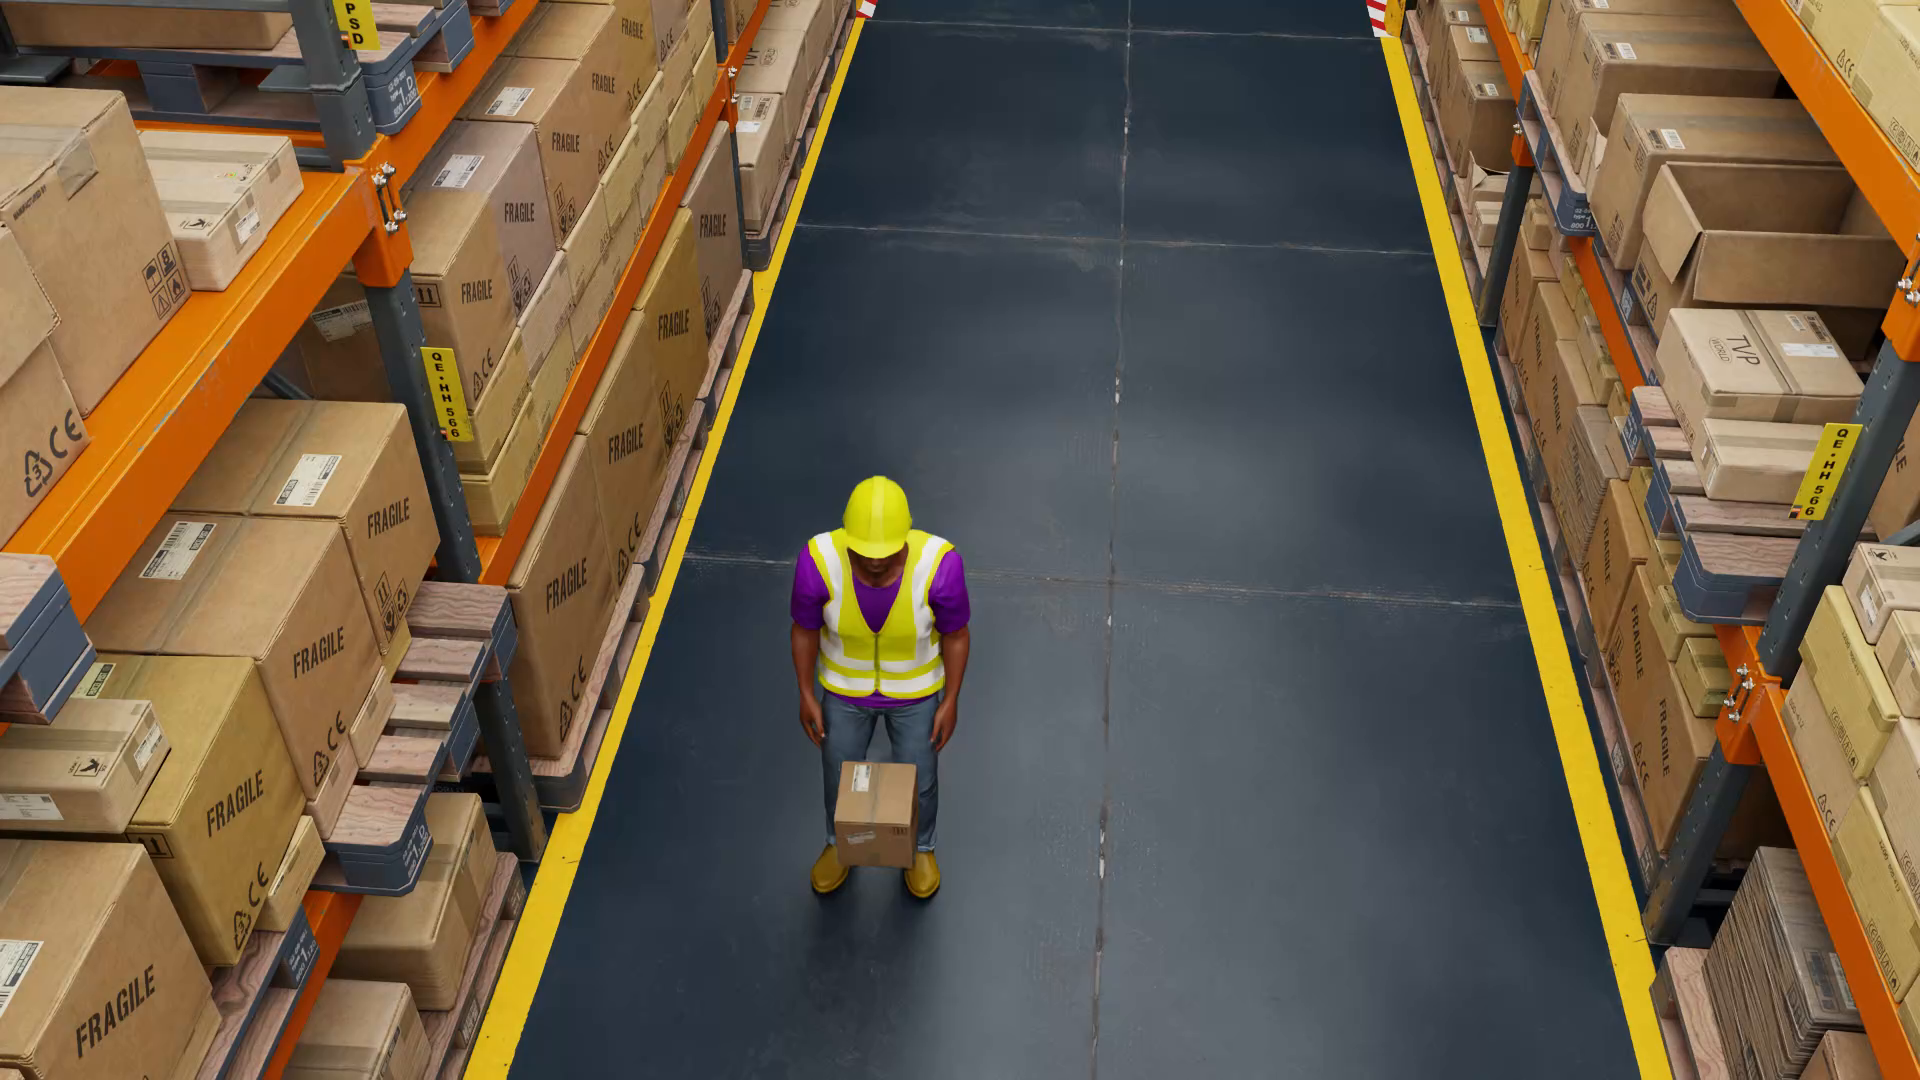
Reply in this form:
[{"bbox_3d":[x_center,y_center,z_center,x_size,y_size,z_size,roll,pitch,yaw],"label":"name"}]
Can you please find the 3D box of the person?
[{"bbox_3d":[-0.261,0.489,5.552,0.589,1.765,0.425,2,40,3],"label":"person"}]
